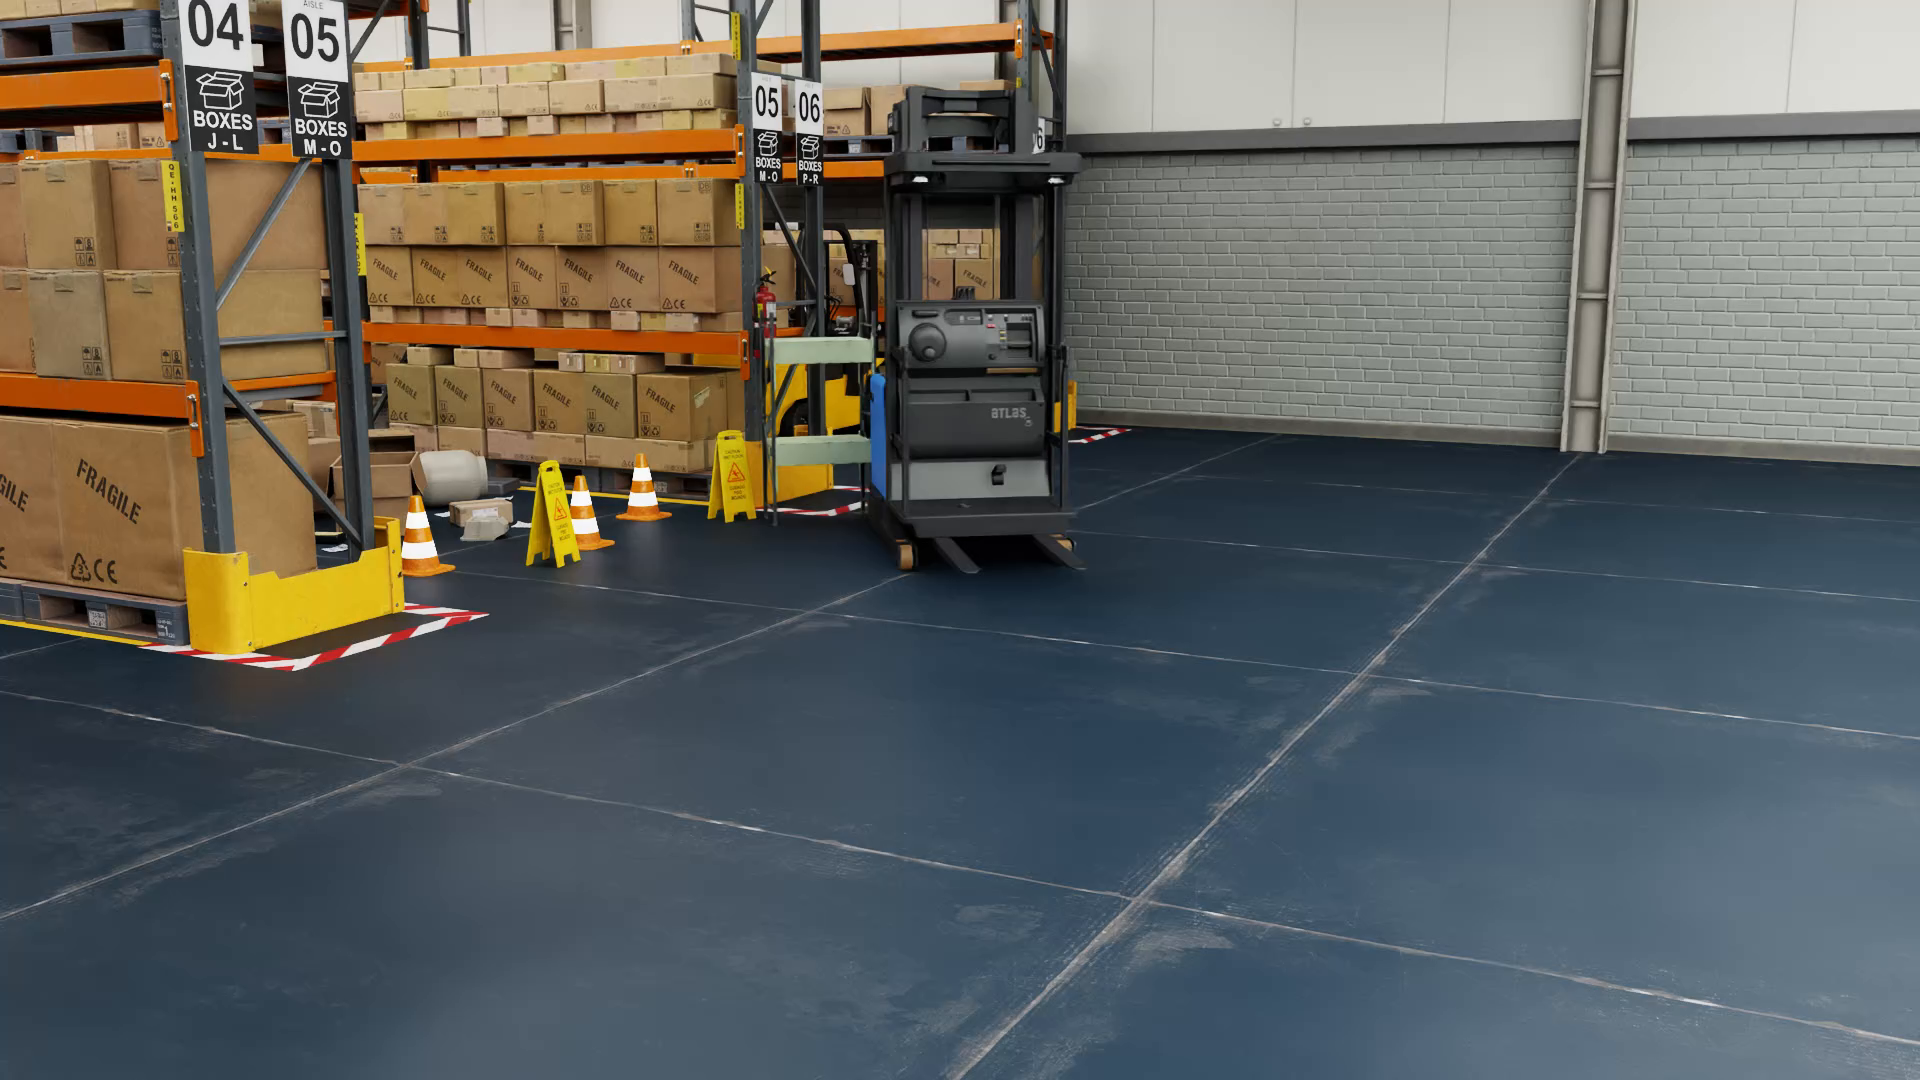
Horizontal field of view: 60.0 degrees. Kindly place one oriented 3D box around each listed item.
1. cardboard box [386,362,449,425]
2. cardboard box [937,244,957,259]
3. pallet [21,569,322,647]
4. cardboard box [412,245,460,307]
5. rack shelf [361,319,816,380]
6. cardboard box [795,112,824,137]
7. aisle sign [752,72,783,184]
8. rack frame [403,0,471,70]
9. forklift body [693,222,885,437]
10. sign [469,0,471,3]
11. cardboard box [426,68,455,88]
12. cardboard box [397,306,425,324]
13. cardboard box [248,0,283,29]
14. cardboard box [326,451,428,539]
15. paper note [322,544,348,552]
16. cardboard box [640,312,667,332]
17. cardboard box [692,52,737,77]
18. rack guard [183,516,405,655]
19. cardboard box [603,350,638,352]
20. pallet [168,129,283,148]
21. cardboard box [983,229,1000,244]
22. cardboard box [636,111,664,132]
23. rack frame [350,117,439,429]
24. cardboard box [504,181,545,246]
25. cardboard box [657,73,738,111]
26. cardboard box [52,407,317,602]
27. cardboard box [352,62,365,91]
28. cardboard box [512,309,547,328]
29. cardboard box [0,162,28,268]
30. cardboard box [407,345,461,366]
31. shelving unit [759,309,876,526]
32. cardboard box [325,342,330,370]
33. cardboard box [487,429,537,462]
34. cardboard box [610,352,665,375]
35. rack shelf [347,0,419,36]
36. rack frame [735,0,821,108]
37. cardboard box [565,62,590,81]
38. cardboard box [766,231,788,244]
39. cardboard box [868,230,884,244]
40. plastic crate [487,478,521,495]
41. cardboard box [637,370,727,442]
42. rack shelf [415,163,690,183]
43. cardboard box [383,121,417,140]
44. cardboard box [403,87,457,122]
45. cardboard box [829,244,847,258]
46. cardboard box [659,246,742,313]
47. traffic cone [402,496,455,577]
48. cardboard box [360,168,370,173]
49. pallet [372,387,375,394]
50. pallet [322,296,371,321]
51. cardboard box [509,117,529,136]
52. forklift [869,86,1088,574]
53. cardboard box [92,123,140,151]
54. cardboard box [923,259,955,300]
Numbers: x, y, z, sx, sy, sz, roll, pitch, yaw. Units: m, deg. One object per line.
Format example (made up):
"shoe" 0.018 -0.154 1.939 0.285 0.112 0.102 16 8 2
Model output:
"cardboard box" -4.533 -1.266 14.236 0.500 0.500 0.500 6 12 29
"cardboard box" -0.046 -3.007 17.320 0.250 0.149 0.380 5 12 27
"pallet" -4.207 0.303 8.965 1.213 0.211 1.003 5 11 26
"cardboard box" -4.211 -2.213 13.920 0.500 0.500 0.500 5 11 26
"rack shelf" -3.149 -1.621 13.784 4.000 0.370 1.077 5 11 26
"cardboard box" -1.553 -4.426 17.757 0.258 0.266 0.396 5 11 24
"aisle sign" -1.428 -3.045 12.335 0.004 0.787 0.394 5 11 26
"rack frame" -6.337 -6.193 20.180 0.127 3.000 1.000 5 11 26
"forklift body" -1.670 -2.051 16.522 1.214 2.155 2.313 5 11 26
"sign" -6.095 -6.819 20.574 0.005 0.325 0.100 5 11 26
"cardboard box" -4.102 -3.737 13.501 0.250 0.149 0.380 5 11 25
"cardboard box" -4.553 -1.921 14.129 0.250 0.149 0.380 5 12 27
"cardboard box" -3.621 -2.705 8.578 0.250 0.149 0.380 5 11 26
"cardboard box" -4.051 -0.323 11.602 0.637 0.503 0.797 -2 11 -14
"paper note" -4.073 0.052 10.864 0.144 0.017 0.142 -10 14 -43
"cardboard box" -2.282 -1.715 12.989 0.250 0.149 0.380 5 11 25
"cardboard box" -1.790 -3.542 12.420 0.250 0.149 0.380 5 11 26
"rack guard" -3.434 0.213 8.649 0.348 0.500 1.175 5 11 26
"cardboard box" -3.915 -2.065 19.709 0.625 0.625 0.875 5 11 25
"pallet" -6.381 -3.663 15.152 1.003 0.211 1.213 5 11 26
"cardboard box" 0.423 -3.120 17.108 0.250 0.149 0.380 5 11 26
"cardboard box" -2.260 -3.194 12.738 0.250 0.149 0.380 5 12 28
"rack frame" -4.943 -2.133 14.591 0.127 3.000 1.000 5 11 26
"cardboard box" -3.250 -2.637 13.452 0.500 0.500 0.700 5 11 25
"cardboard box" -1.934 -3.363 12.554 0.500 0.250 0.500 5 11 25
"cardboard box" -4.093 -0.223 8.826 0.875 0.875 0.875 5 11 26
"cardboard box" -5.519 -4.013 14.395 0.500 0.250 0.500 5 12 27
"cardboard box" -3.421 -1.815 13.543 0.250 0.149 0.380 5 11 26
"cardboard box" -4.747 -1.754 9.045 0.550 0.550 0.875 5 11 26
"cardboard box" -4.448 -1.565 14.071 0.250 0.149 0.380 5 11 27
"shelving unit" -1.015 -0.891 11.942 0.755 1.500 0.431 -3 11 -17
"cardboard box" -8.200 -2.336 21.556 0.500 0.500 0.500 5 11 24
"cardboard box" -3.573 -0.815 13.852 0.500 0.250 0.500 5 11 25
"cardboard box" -2.548 -1.399 13.151 0.250 0.149 0.380 5 12 27
"rack shelf" -6.736 -4.691 15.027 4.000 0.370 1.077 5 11 26
"rack frame" -1.356 -4.769 12.315 0.127 3.000 1.000 5 11 26
"cardboard box" -2.885 -3.659 13.067 0.250 0.149 0.380 5 11 24
"cardboard box" -1.903 -3.306 18.139 0.250 0.149 0.380 5 12 27
"cardboard box" -0.766 -3.204 17.575 0.250 0.149 0.380 5 12 27
"plastic crate" -3.898 -0.441 13.444 0.583 0.080 0.402 1 10 6
"cardboard box" -2.190 -1.061 13.109 0.500 0.500 0.500 5 11 26
"rack shelf" -4.543 -4.205 19.640 4.000 0.370 1.077 5 11 26
"cardboard box" -4.563 -3.391 13.828 0.250 0.149 0.380 5 11 26
"cardboard box" -4.203 -3.564 13.661 0.500 0.250 0.500 5 11 25
"cardboard box" -1.203 -3.102 17.844 0.250 0.149 0.380 5 11 25
"cardboard box" -1.964 -2.012 12.807 0.500 0.500 0.500 5 11 25
"traffic cone" -3.303 -0.039 10.147 0.334 0.463 0.336 5 11 26
"cardboard box" -7.356 -4.684 20.688 0.500 0.250 0.500 5 11 26
"pallet" -8.080 -2.030 21.853 1.213 0.211 1.003 5 11 26
"pallet" -5.564 -2.122 15.069 1.213 0.211 1.003 5 11 26
"cardboard box" -3.387 -3.299 13.321 0.250 0.149 0.380 5 11 26
"forklift" 0.110 -1.321 10.300 1.130 2.935 3.031 -2 10 -9
"cardboard box" -7.684 -3.897 15.635 0.500 0.500 0.700 5 11 26
"cardboard box" -0.181 -2.699 17.439 0.500 0.500 0.500 5 12 28
